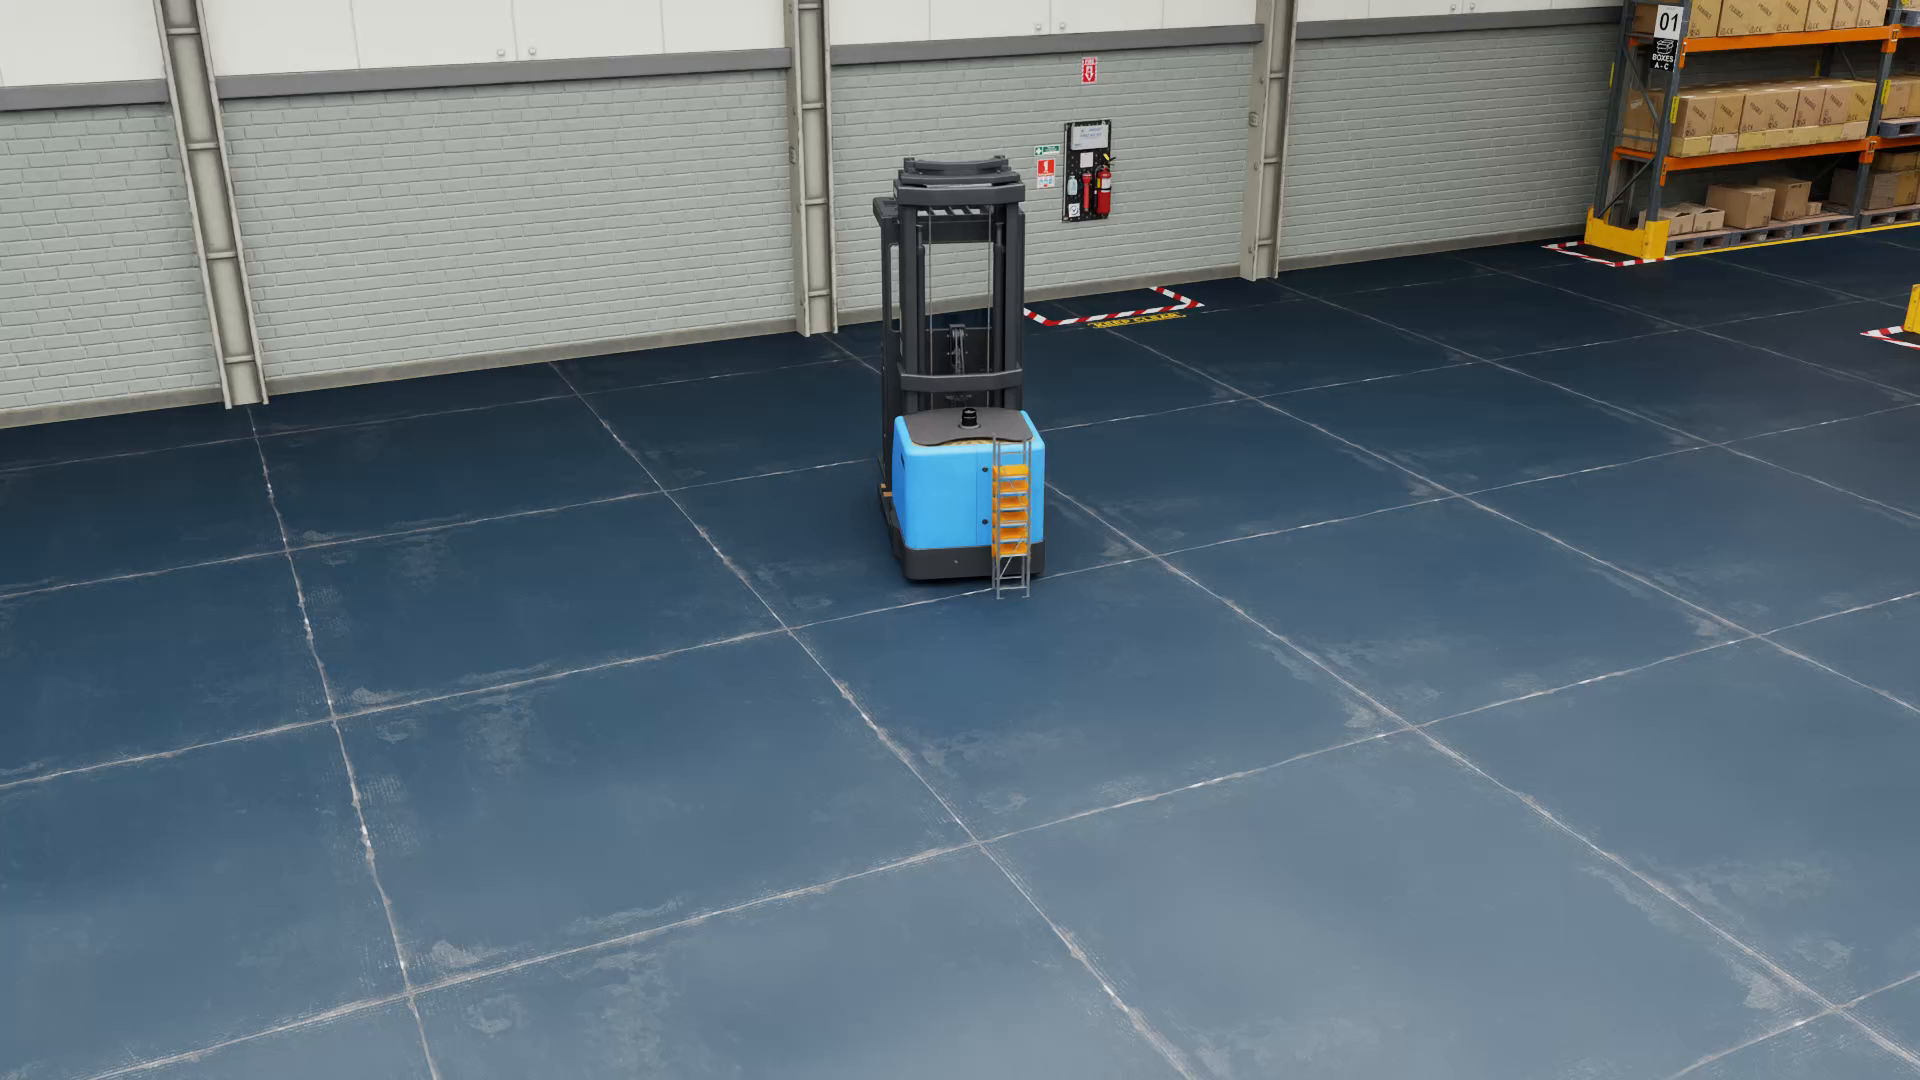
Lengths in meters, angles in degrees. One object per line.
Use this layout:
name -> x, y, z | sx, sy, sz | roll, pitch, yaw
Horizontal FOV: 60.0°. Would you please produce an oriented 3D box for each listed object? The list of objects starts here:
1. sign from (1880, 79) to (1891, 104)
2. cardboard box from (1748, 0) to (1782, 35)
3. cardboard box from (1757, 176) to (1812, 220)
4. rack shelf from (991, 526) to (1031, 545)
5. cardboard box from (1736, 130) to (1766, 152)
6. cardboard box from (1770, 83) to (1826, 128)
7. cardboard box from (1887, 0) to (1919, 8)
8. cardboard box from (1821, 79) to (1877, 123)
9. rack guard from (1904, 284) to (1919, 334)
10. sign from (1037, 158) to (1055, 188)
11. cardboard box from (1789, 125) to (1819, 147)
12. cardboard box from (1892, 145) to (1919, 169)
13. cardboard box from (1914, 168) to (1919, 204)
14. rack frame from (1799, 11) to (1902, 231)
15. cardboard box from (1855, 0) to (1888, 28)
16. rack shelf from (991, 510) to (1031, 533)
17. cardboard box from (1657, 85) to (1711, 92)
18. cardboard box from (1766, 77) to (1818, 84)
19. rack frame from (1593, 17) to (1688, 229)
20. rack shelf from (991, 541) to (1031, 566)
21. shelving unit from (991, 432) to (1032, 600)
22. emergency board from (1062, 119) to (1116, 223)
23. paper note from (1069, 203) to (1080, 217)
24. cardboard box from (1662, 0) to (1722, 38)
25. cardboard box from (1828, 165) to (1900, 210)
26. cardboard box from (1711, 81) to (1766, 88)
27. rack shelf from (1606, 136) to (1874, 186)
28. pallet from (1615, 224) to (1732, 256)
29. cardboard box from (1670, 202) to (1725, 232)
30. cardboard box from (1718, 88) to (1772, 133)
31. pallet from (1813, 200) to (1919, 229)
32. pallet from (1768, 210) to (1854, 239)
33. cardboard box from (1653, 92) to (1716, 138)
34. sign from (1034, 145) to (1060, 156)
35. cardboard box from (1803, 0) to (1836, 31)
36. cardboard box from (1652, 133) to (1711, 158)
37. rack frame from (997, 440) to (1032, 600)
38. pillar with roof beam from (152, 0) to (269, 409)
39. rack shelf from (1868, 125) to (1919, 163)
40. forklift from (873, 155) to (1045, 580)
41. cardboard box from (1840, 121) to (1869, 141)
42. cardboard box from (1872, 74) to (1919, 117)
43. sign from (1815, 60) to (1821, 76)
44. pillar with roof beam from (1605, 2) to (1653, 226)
sign -> 12.790, -6.193, 22.981 | 0.005, 0.325, 0.100 | -10, 25, -24
cardboard box -> 10.319, -6.890, 21.718 | 0.500, 0.500, 0.500 | -9, 24, -21
cardboard box -> 11.630, -4.841, 23.540 | 0.500, 0.500, 0.500 | -12, 26, -28
rack shelf -> 0.368, -0.015, 11.969 | 0.258, 0.103, 0.180 | -4, 23, -9
cardboard box -> 10.445, -5.400, 22.367 | 0.500, 0.250, 0.500 | -11, 25, -24
cardboard box -> 11.351, -5.916, 22.632 | 0.500, 0.500, 0.500 | -11, 25, -25
cardboard box -> 13.075, -7.668, 23.074 | 0.500, 0.500, 0.500 | -7, 23, -16
cardboard box -> 12.256, -6.080, 23.030 | 0.500, 0.500, 0.500 | -10, 25, -24
rack guard -> 11.074, -2.450, 18.338 | 0.348, 0.500, 1.175 | -10, 25, -24
sign -> 1.007, -4.298, 19.487 | 0.234, 0.329, 0.001 | -10, 25, -24
cardboard box -> 11.354, -5.567, 22.771 | 0.500, 0.250, 0.500 | -11, 25, -24
cardboard box -> 14.067, -5.663, 24.545 | 0.500, 0.250, 0.500 | -11, 25, -25
cardboard box -> 14.125, -5.329, 24.718 | 0.500, 0.500, 0.700 | -10, 25, -23
rack frame -> 12.548, -5.979, 23.595 | 0.127, 3.000, 1.000 | -10, 25, -24
cardboard box -> 12.198, -7.251, 22.589 | 0.500, 0.500, 0.500 | -10, 24, -22
rack shelf -> 0.368, -0.126, 11.923 | 0.258, 0.103, 0.180 | -4, 23, -9
cardboard box -> 9.734, -5.833, 22.433 | 0.500, 0.500, 0.500 | -10, 25, -23
cardboard box -> 11.566, -6.175, 23.258 | 0.500, 0.500, 0.500 | -11, 25, -24
rack frame -> 8.944, -5.315, 21.992 | 0.127, 3.000, 1.000 | -10, 25, -24
rack shelf -> 0.369, 0.096, 12.015 | 0.258, 0.103, 0.180 | -4, 23, -9
shelving unit -> 0.368, -0.167, 11.906 | 0.258, 1.200, 0.189 | -4, 23, -9
emergency board -> 1.550, -4.338, 19.630 | 0.643, 1.169, 0.194 | -10, 25, -24
paper note -> 1.360, -3.925, 19.785 | 0.142, 0.148, 0.016 | -10, 25, -24
cardboard box -> 9.354, -6.726, 21.321 | 0.500, 0.500, 0.500 | -10, 24, -22
cardboard box -> 13.204, -5.155, 24.298 | 0.500, 0.500, 0.700 | -10, 24, -22
cardboard box -> 10.652, -6.004, 22.846 | 0.500, 0.500, 0.500 | -10, 25, -23
rack shelf -> 10.746, -5.315, 22.931 | 4.000, 0.370, 1.077 | -10, 25, -24
pallet -> 9.760, -4.162, 22.852 | 1.213, 0.211, 1.003 | -10, 25, -24
cardboard box -> 10.120, -4.455, 22.853 | 0.500, 0.311, 0.500 | -8, 24, -19
cardboard box -> 10.422, -5.740, 22.206 | 0.500, 0.500, 0.500 | -11, 25, -25
pallet -> 13.249, -4.820, 24.442 | 1.213, 0.211, 1.003 | -10, 25, -24
pallet -> 11.958, -4.567, 23.830 | 1.213, 0.211, 1.003 | -10, 25, -24
cardboard box -> 9.504, -5.577, 21.815 | 0.500, 0.500, 0.500 | -10, 25, -24
sign -> 1.015, -4.540, 19.381 | 0.331, 0.109, 0.001 | -10, 25, -24
cardboard box -> 11.256, -7.067, 22.145 | 0.500, 0.500, 0.500 | -11, 25, -26
cardboard box -> 9.521, -5.227, 21.948 | 0.500, 0.250, 0.500 | -11, 25, -25
rack frame -> 0.383, -0.132, 11.823 | 0.240, 1.200, 0.006 | -4, 23, -9
pillar with roof beam -> -5.152, -4.032, 11.048 | 0.400, 9.000, 9.100 | -10, 25, -24
rack shelf -> 14.350, -5.978, 24.534 | 4.000, 0.370, 1.077 | -10, 25, -24
forklift -> -0.088, -1.593, 13.088 | 1.130, 2.935, 3.031 | -3, 23, -7
cardboard box -> 12.253, -5.736, 23.178 | 0.500, 0.250, 0.500 | -10, 25, -23
cardboard box -> 13.528, -6.391, 23.885 | 0.500, 0.500, 0.700 | -8, 24, -18
sign -> 12.304, -6.705, 23.834 | 0.005, 0.325, 0.100 | -10, 25, -24
pillar with roof beam -> 11.067, -7.018, 18.261 | 0.400, 9.000, 9.100 | -10, 25, -24
